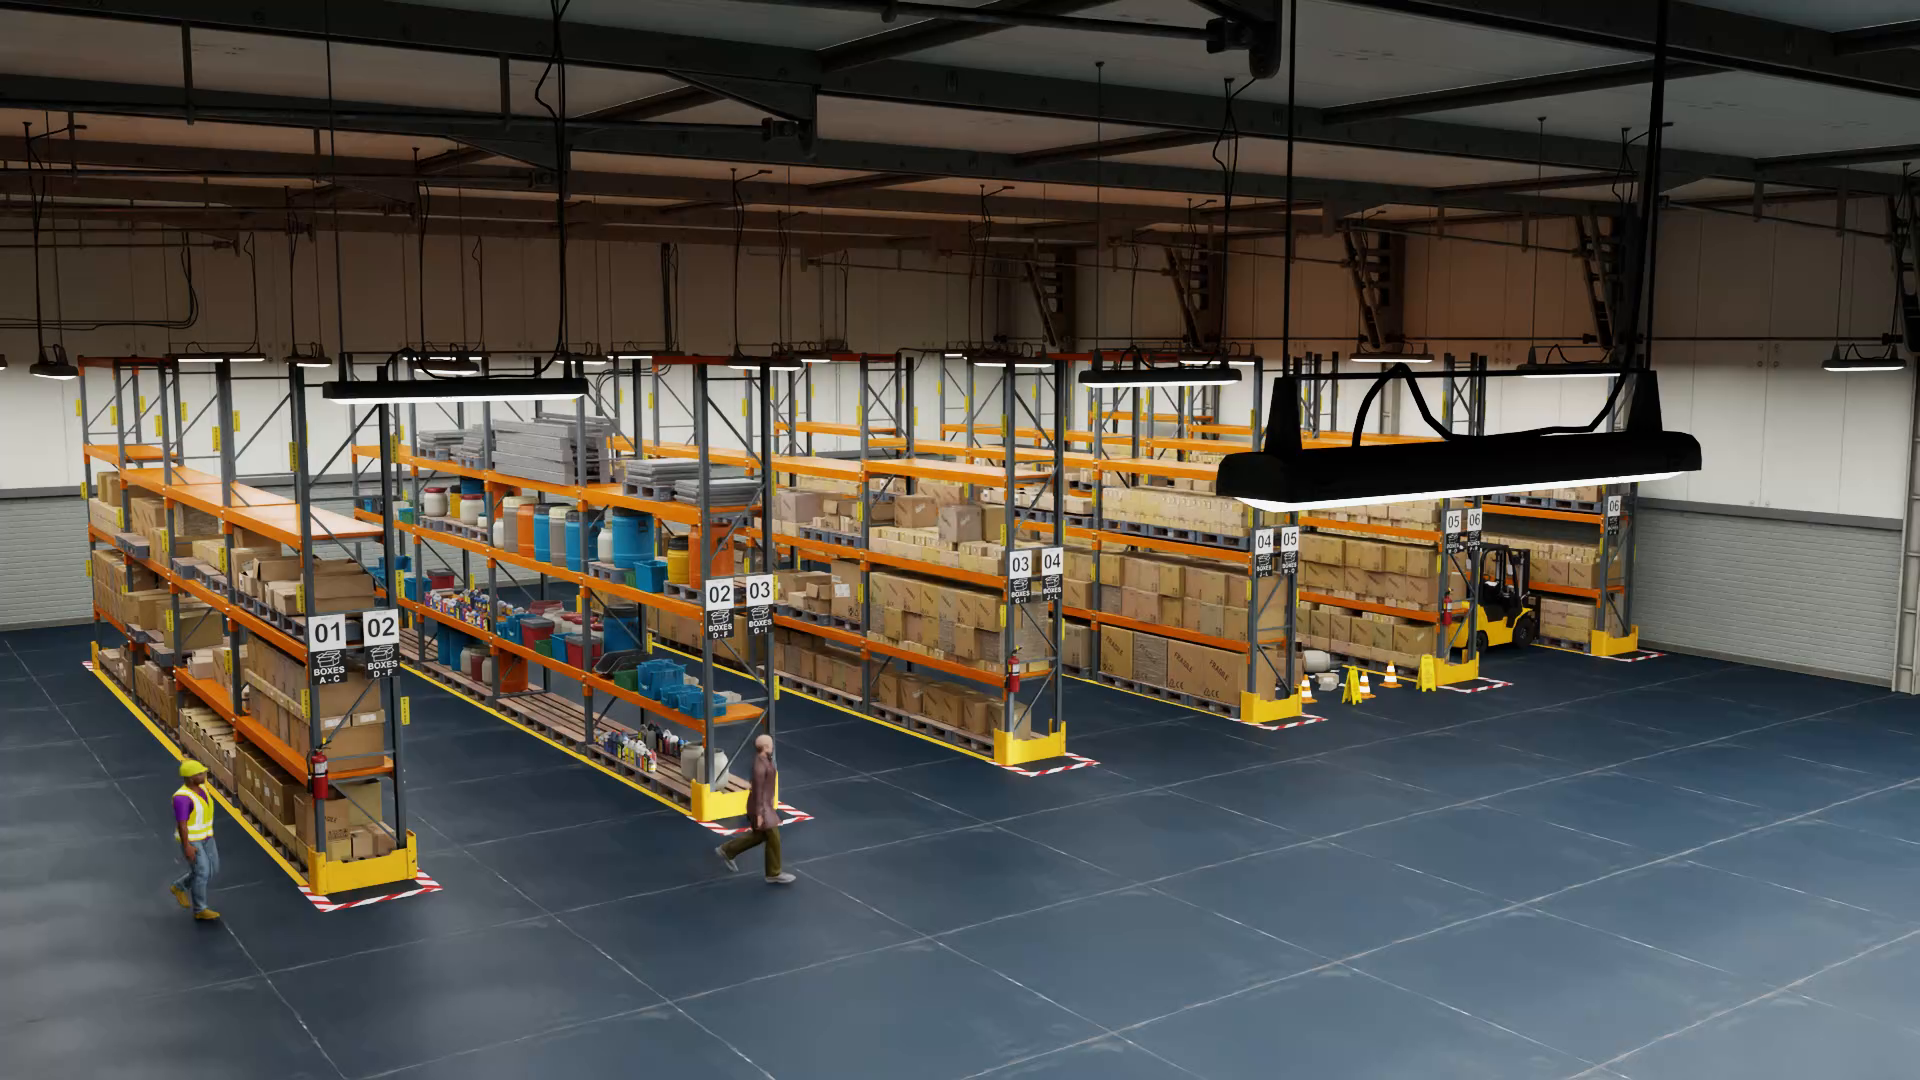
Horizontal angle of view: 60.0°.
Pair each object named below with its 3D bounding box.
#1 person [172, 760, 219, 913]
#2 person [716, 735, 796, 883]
[{"bbox_3d":[-8.410,3.221,18.133,0.523,1.692,0.566,1,7,8],"label":"person"},{"bbox_3d":[-2.394,3.113,19.396,0.984,1.741,0.547,1,7,5],"label":"person"}]
